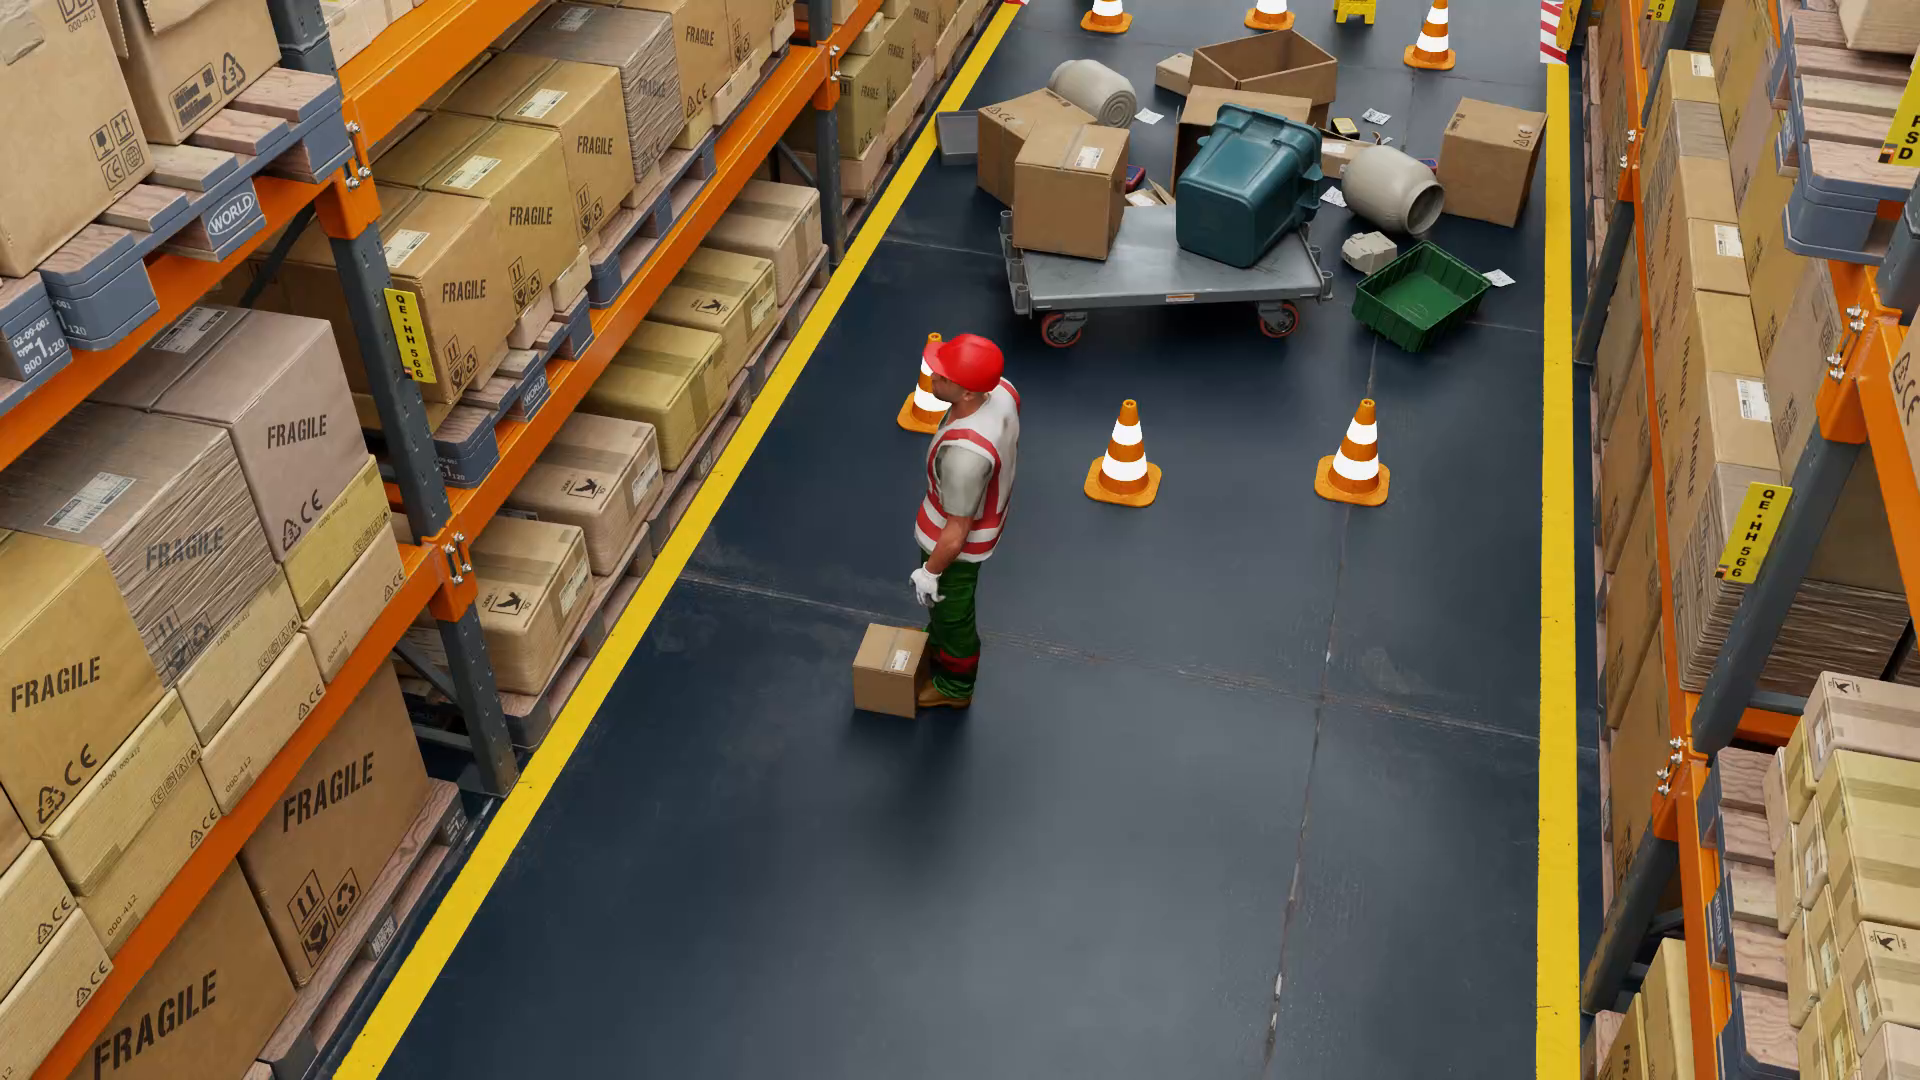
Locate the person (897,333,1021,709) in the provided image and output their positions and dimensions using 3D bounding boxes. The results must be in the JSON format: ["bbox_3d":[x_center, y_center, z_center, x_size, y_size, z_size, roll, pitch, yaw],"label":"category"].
[{"bbox_3d":[-0.079,-0.052,6.188,0.564,1.783,0.637,10,42,11],"label":"person"}]
